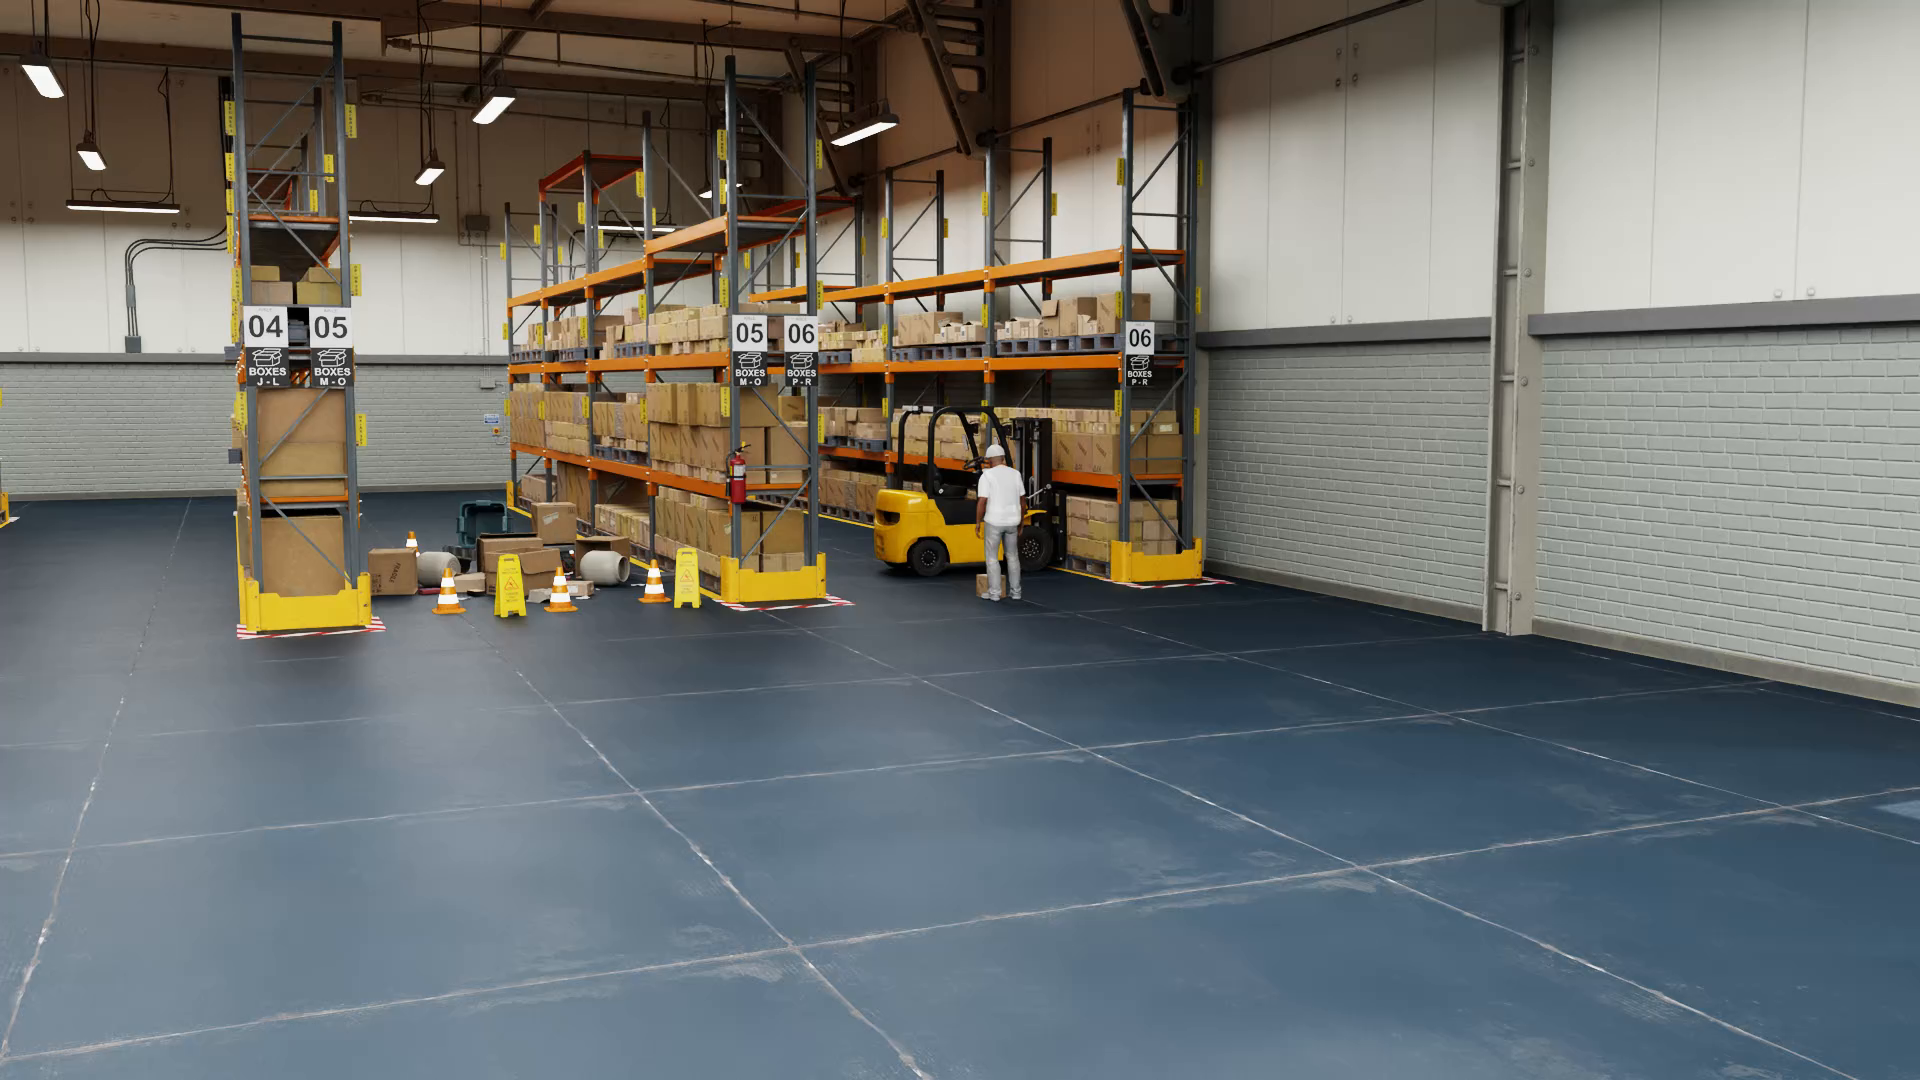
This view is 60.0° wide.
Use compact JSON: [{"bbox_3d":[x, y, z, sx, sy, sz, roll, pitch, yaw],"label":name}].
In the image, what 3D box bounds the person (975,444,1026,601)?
[{"bbox_3d":[0.451,-0.202,18.837,0.633,1.759,0.462,-3,6,-27],"label":"person"}]
